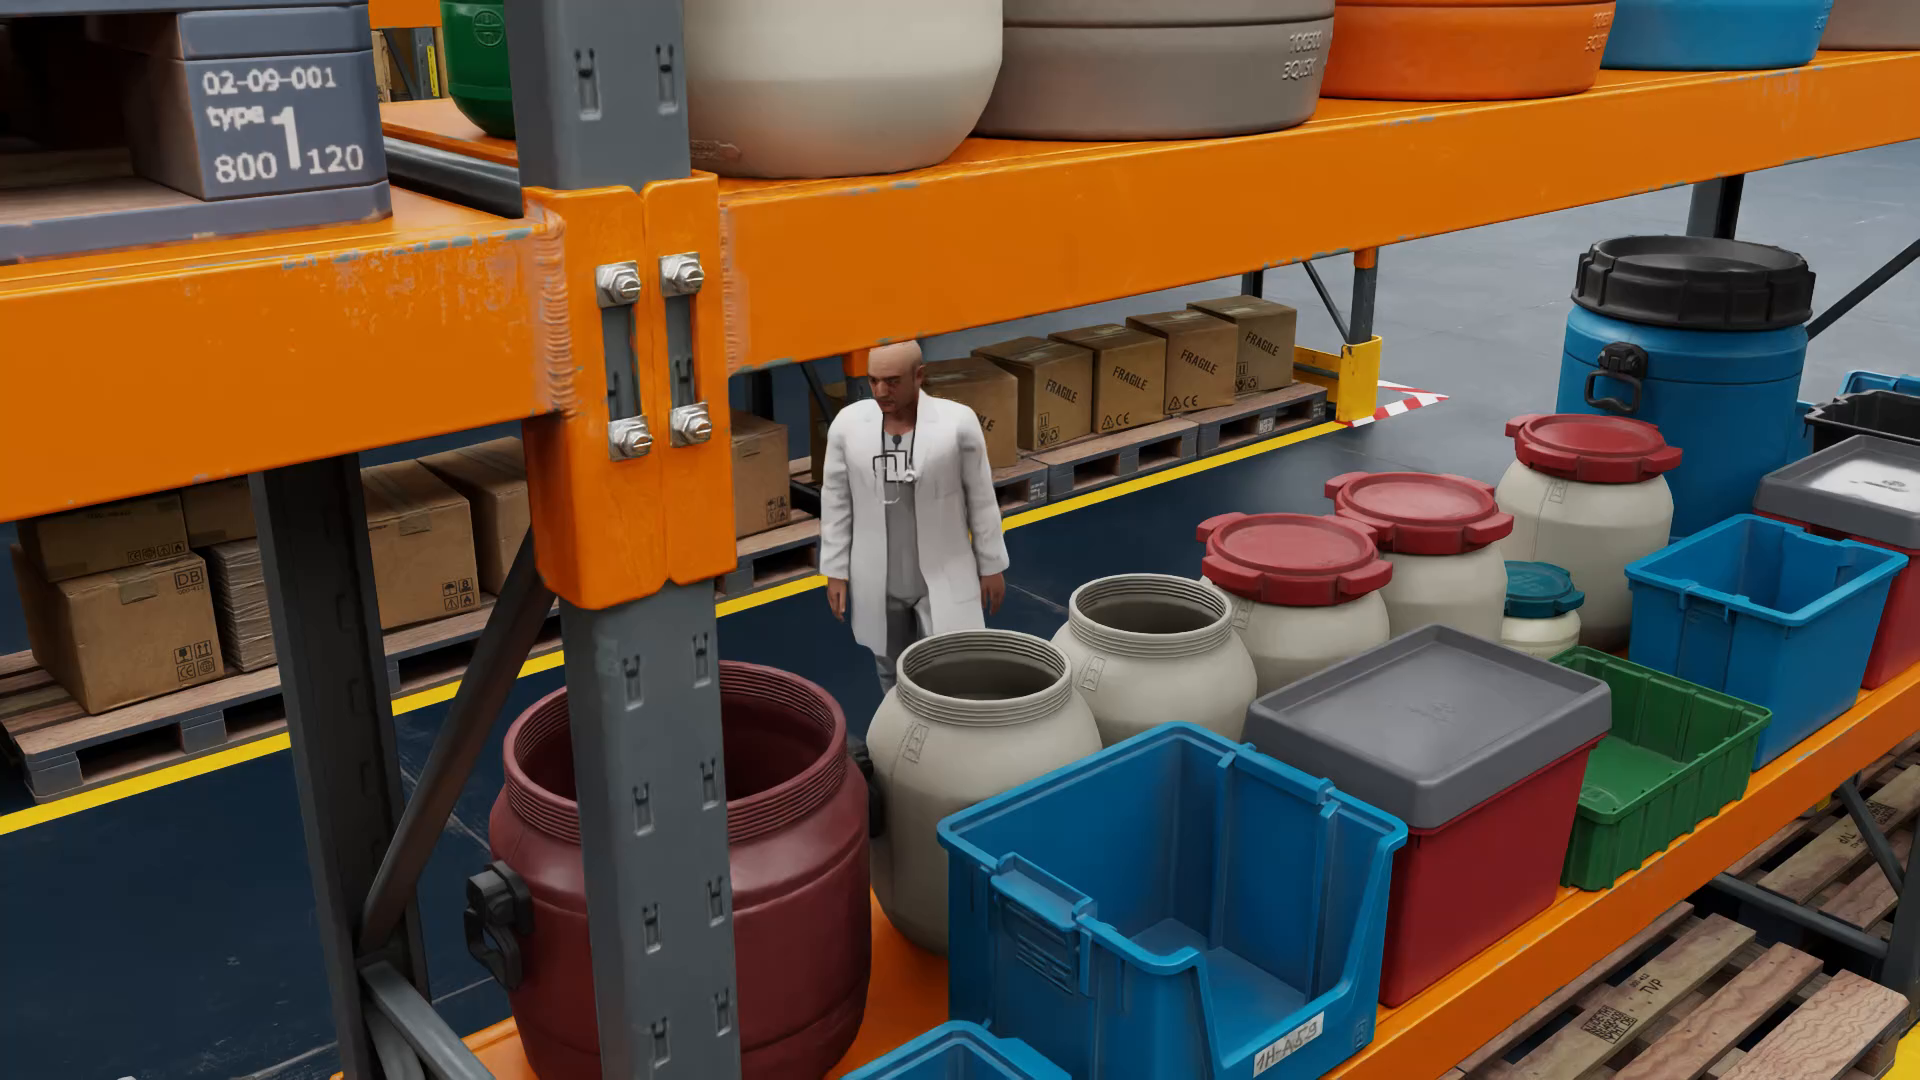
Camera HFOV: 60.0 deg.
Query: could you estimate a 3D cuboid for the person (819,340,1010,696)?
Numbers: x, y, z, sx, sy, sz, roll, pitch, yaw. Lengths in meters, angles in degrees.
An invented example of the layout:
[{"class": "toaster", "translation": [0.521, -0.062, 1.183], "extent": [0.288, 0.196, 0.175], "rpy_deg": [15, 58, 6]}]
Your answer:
[{"class": "person", "translation": [-0.155, 0.139, 5.730], "extent": [0.685, 1.767, 0.820], "rpy_deg": [4, 21, 9]}]
